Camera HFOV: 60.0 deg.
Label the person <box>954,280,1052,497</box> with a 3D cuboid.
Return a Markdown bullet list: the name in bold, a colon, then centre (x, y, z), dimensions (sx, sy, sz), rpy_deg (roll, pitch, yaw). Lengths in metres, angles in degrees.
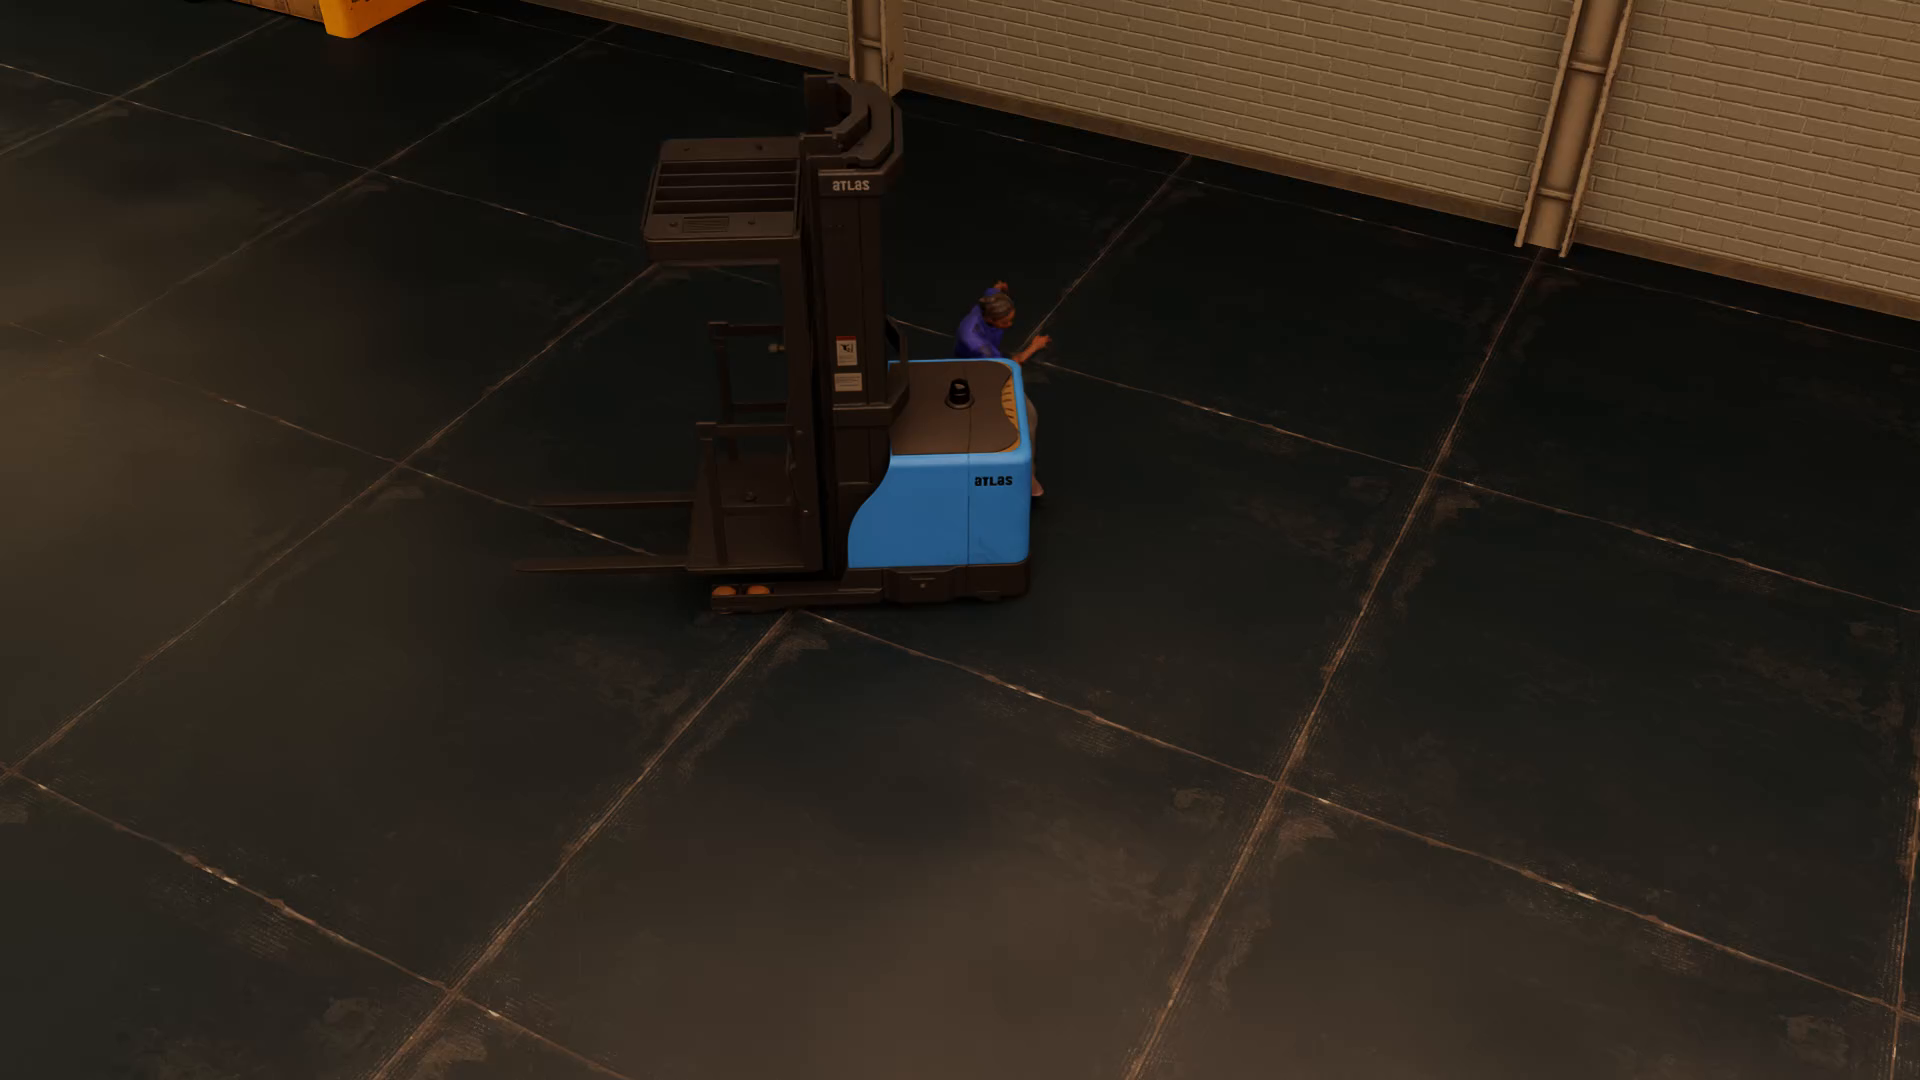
- **person**: centre (0.314, -1.044, 10.510), dimensions (0.895, 1.365, 1.125), rpy_deg (24, 46, 26)

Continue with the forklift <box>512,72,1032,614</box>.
- **forklift**: centre (-1.118, -1.038, 9.219), dimensions (3.031, 2.935, 1.130), rpy_deg (-2, 40, -2)
